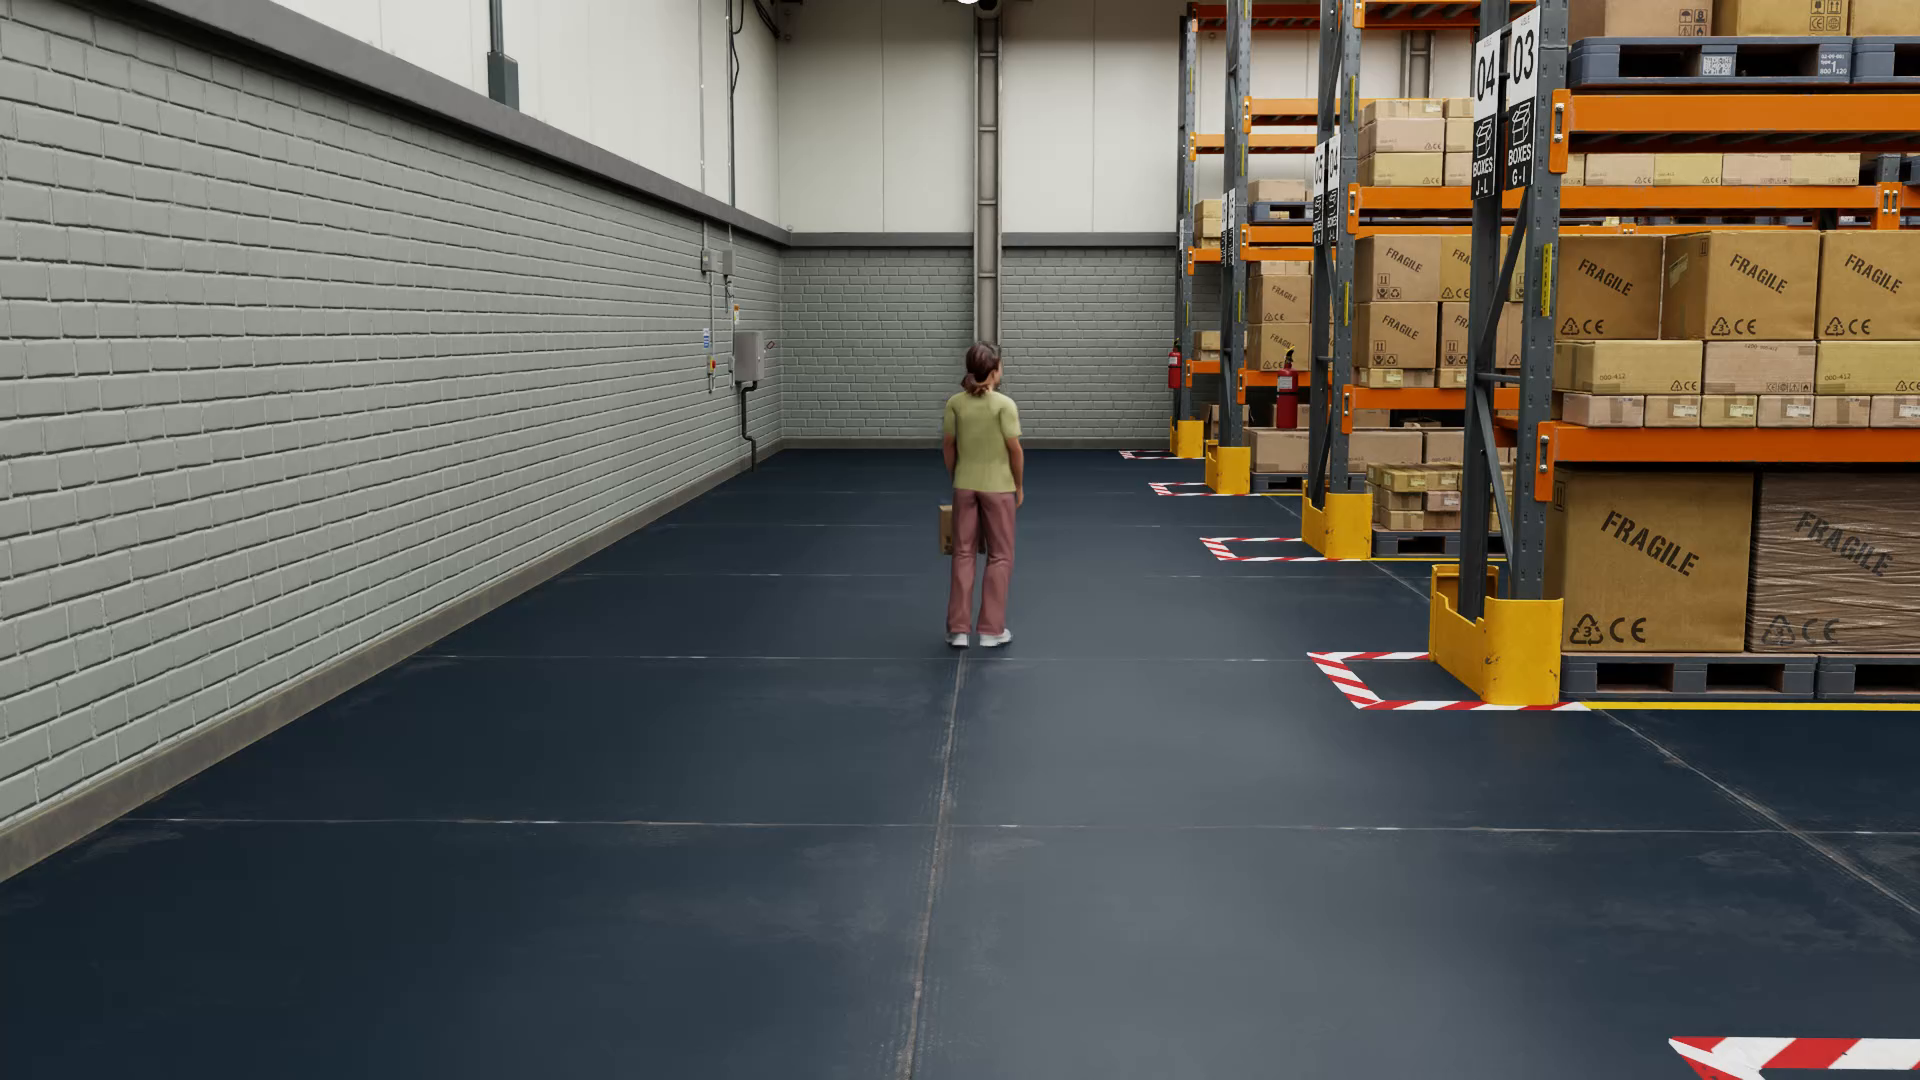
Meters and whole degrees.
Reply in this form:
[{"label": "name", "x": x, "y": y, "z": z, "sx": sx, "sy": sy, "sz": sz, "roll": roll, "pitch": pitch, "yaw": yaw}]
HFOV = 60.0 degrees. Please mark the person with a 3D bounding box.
[{"label": "person", "x": 0.132, "y": -0.243, "z": 9.180, "sx": 0.473, "sy": 1.669, "sz": 0.433, "roll": 3, "pitch": 8, "yaw": 22}]
